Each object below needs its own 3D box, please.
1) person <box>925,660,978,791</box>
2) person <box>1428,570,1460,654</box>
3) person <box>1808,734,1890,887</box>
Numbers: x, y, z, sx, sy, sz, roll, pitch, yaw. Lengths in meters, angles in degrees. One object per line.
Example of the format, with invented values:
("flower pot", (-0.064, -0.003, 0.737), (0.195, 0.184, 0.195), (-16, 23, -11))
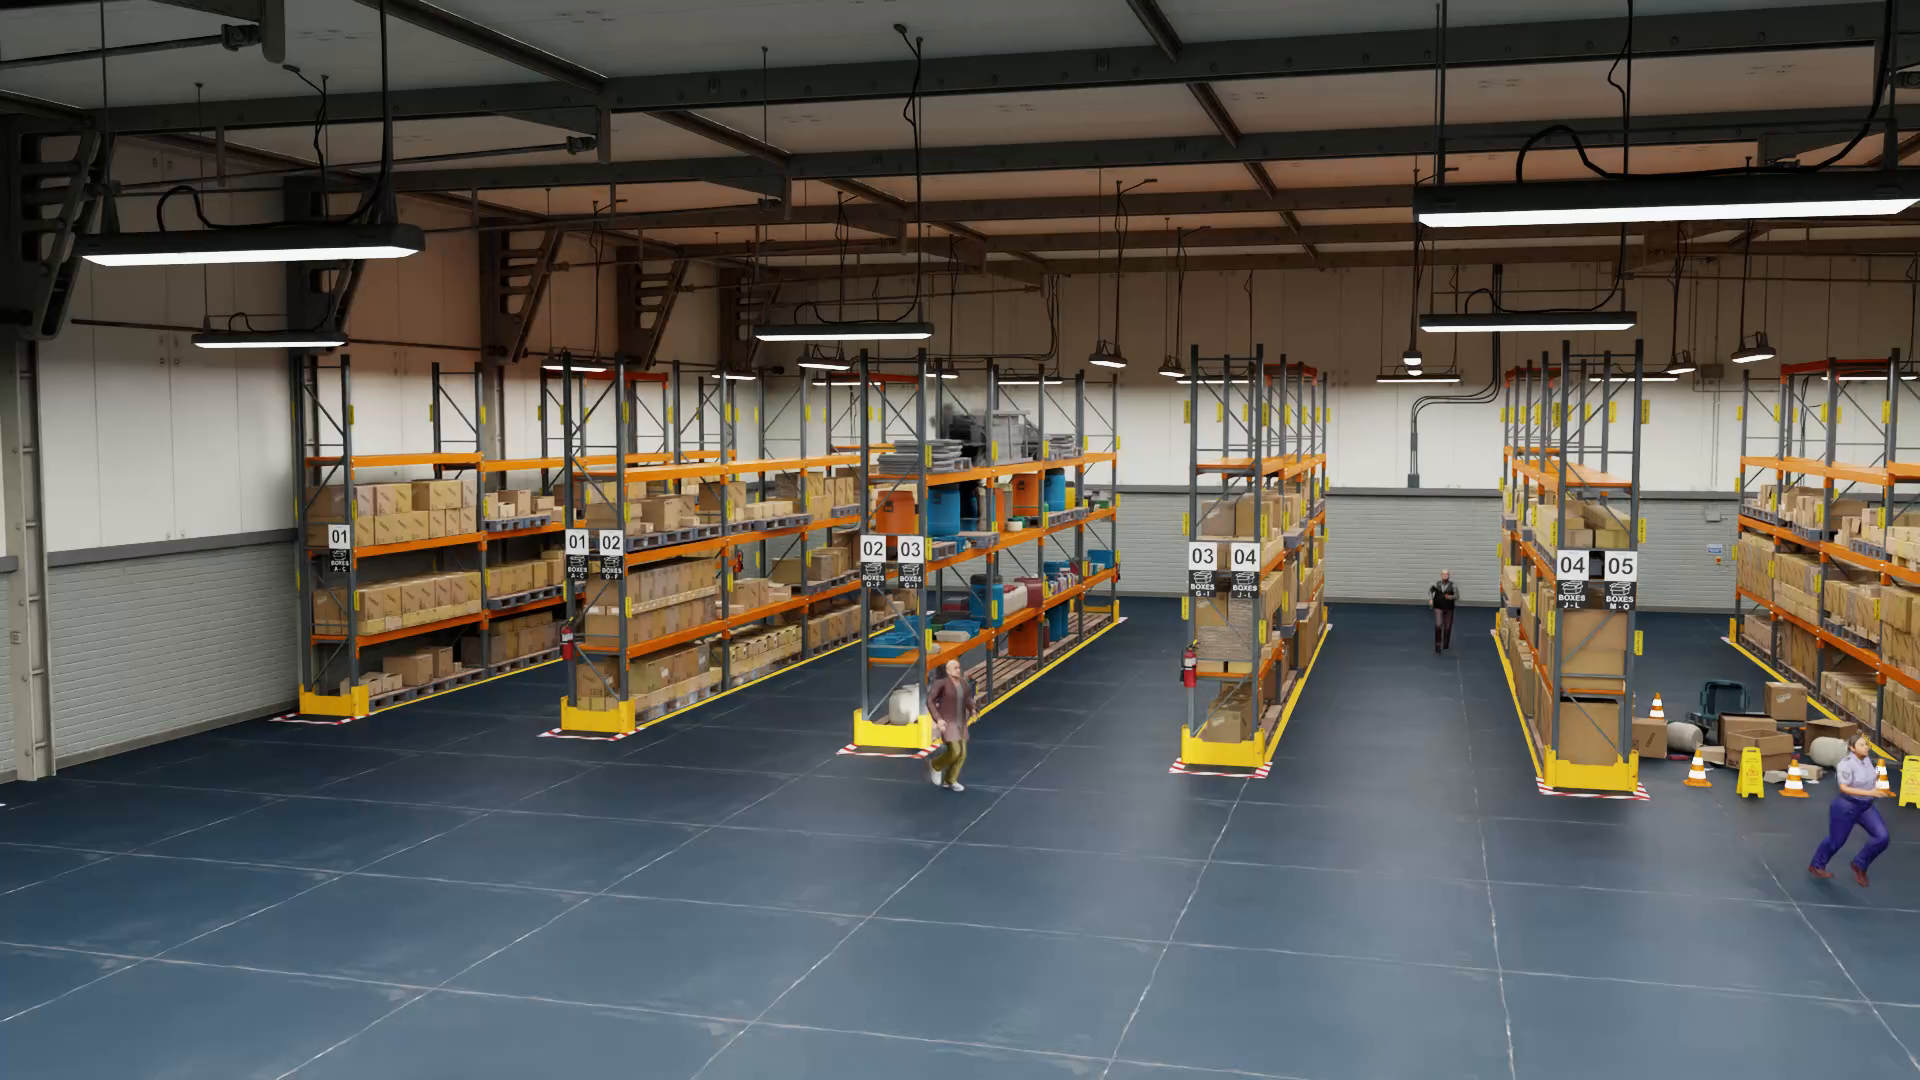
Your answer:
("person", (-0.098, 2.468, 22.251), (0.727, 1.748, 0.633), (-4, 6, -44))
("person", (10.213, 1.516, 35.110), (0.627, 1.780, 0.752), (1, 4, 13))
("person", (9.497, 2.861, 17.655), (0.613, 1.635, 0.834), (-2, 5, -22))
